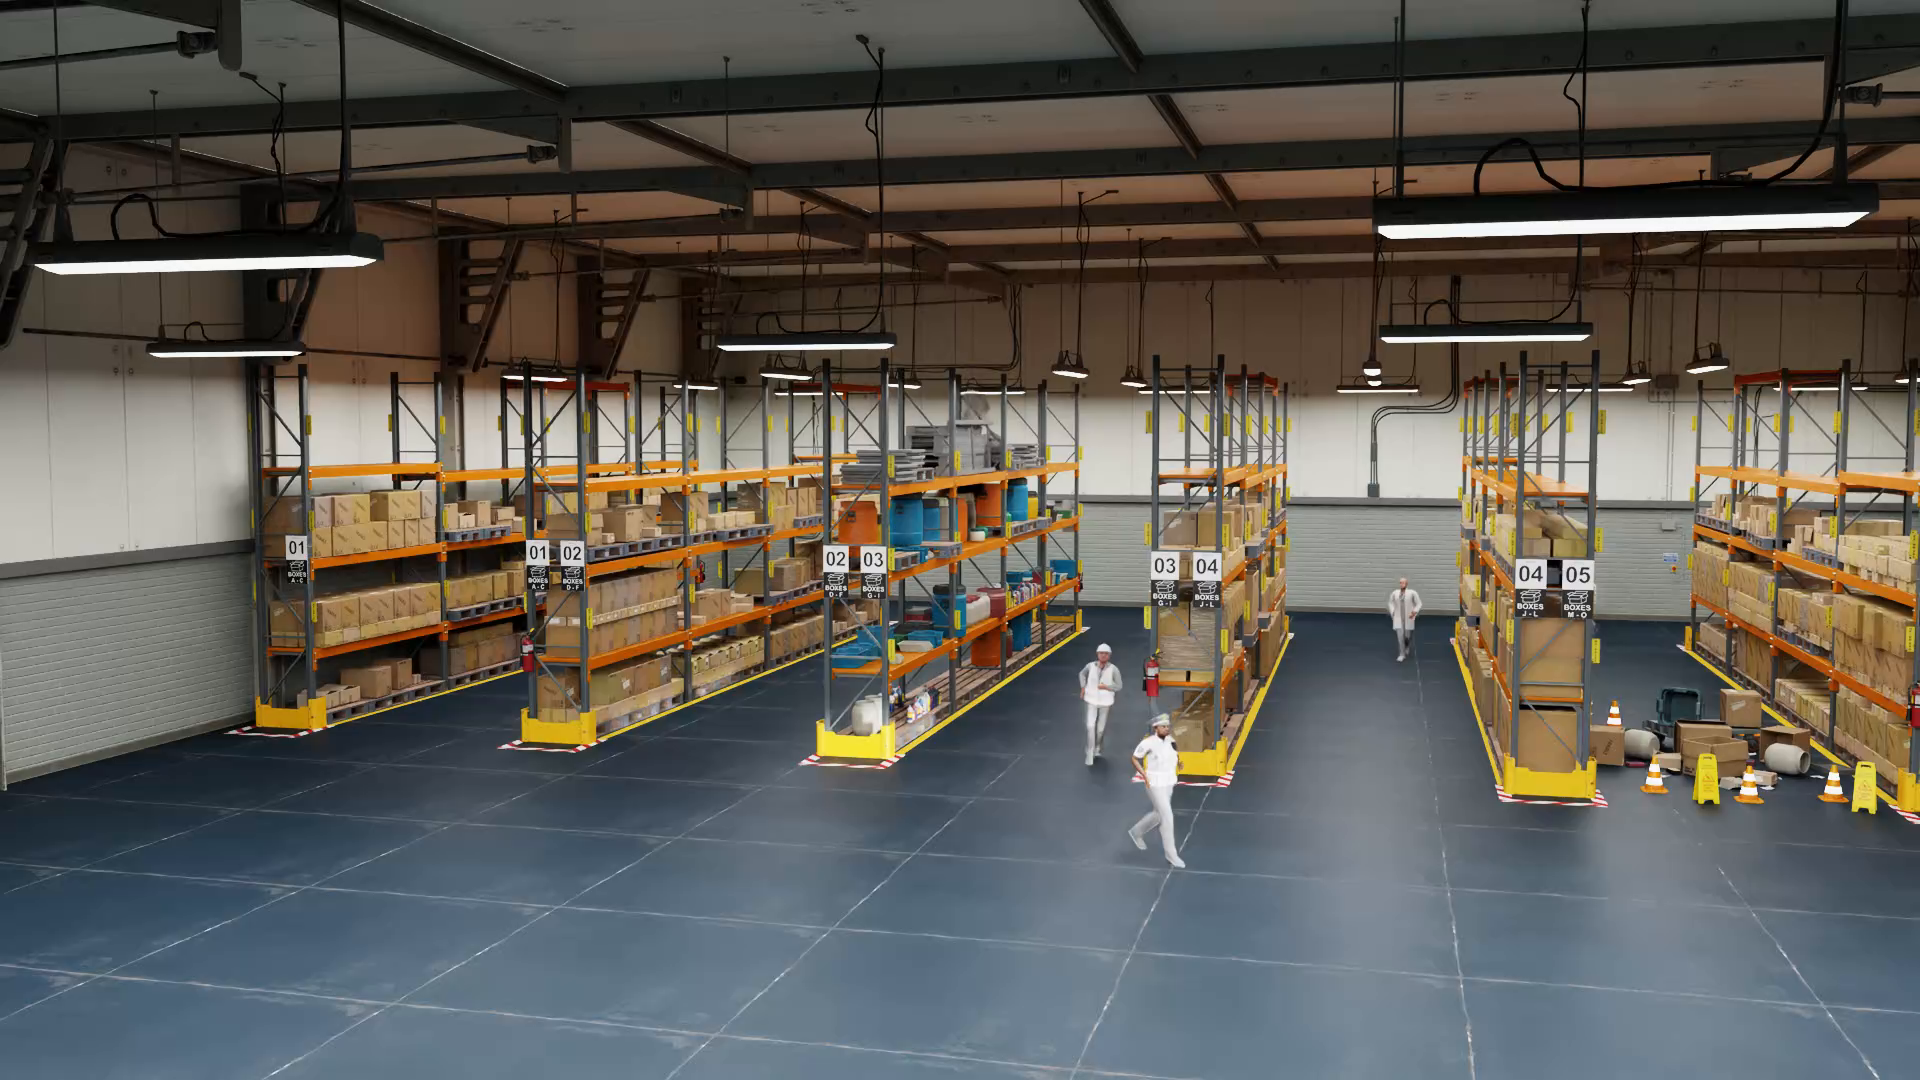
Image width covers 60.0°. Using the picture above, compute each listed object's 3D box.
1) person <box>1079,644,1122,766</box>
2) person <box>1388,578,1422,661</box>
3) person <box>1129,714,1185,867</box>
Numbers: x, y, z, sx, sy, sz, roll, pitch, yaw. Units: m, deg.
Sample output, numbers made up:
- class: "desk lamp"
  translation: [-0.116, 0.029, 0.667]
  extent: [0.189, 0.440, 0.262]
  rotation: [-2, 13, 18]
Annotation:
- class: "person"
  translation: [2.087, 2.437, 24.689]
  extent: [0.637, 1.821, 0.722]
  rotation: [0, 4, 4]
- class: "person"
  translation: [9.491, 1.690, 35.542]
  extent: [0.707, 1.754, 0.672]
  rotation: [2, 4, 24]
- class: "person"
  translation: [2.294, 2.836, 19.173]
  extent: [0.564, 1.722, 0.870]
  rotation: [-4, 5, -42]
